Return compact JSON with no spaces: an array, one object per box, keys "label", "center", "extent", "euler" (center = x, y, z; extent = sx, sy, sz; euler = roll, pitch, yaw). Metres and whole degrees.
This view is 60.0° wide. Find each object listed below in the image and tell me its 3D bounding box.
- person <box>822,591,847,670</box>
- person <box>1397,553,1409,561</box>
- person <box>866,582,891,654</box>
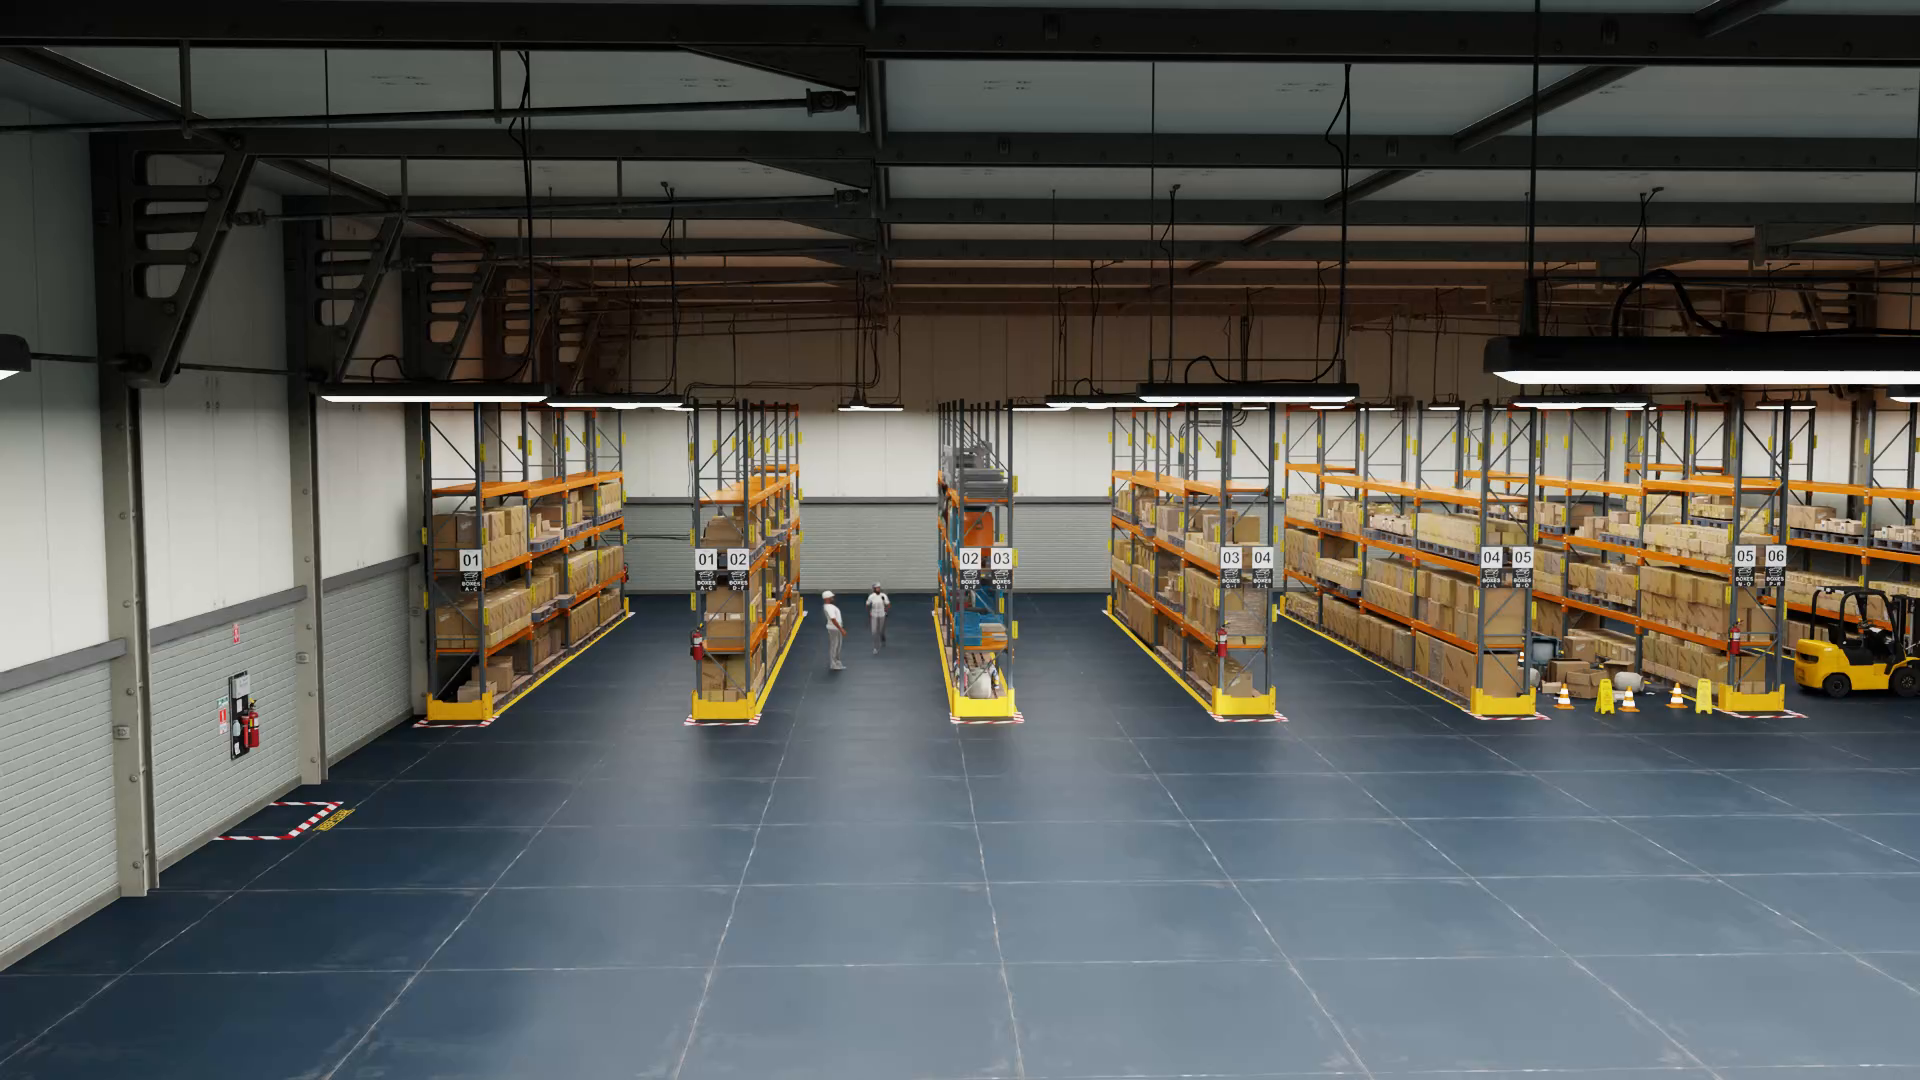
[{"label":"person","center":[-2.775,2.026,37.235],"extent":[0.645,1.782,0.670],"euler":[1,4,15]},{"label":"person","center":[13.225,1.086,49.712],"extent":[0.827,1.683,0.562],"euler":[-1,4,-15]},{"label":"person","center":[-1.971,1.867,40.027],"extent":[0.612,1.731,0.744],"euler":[1,4,7]}]
